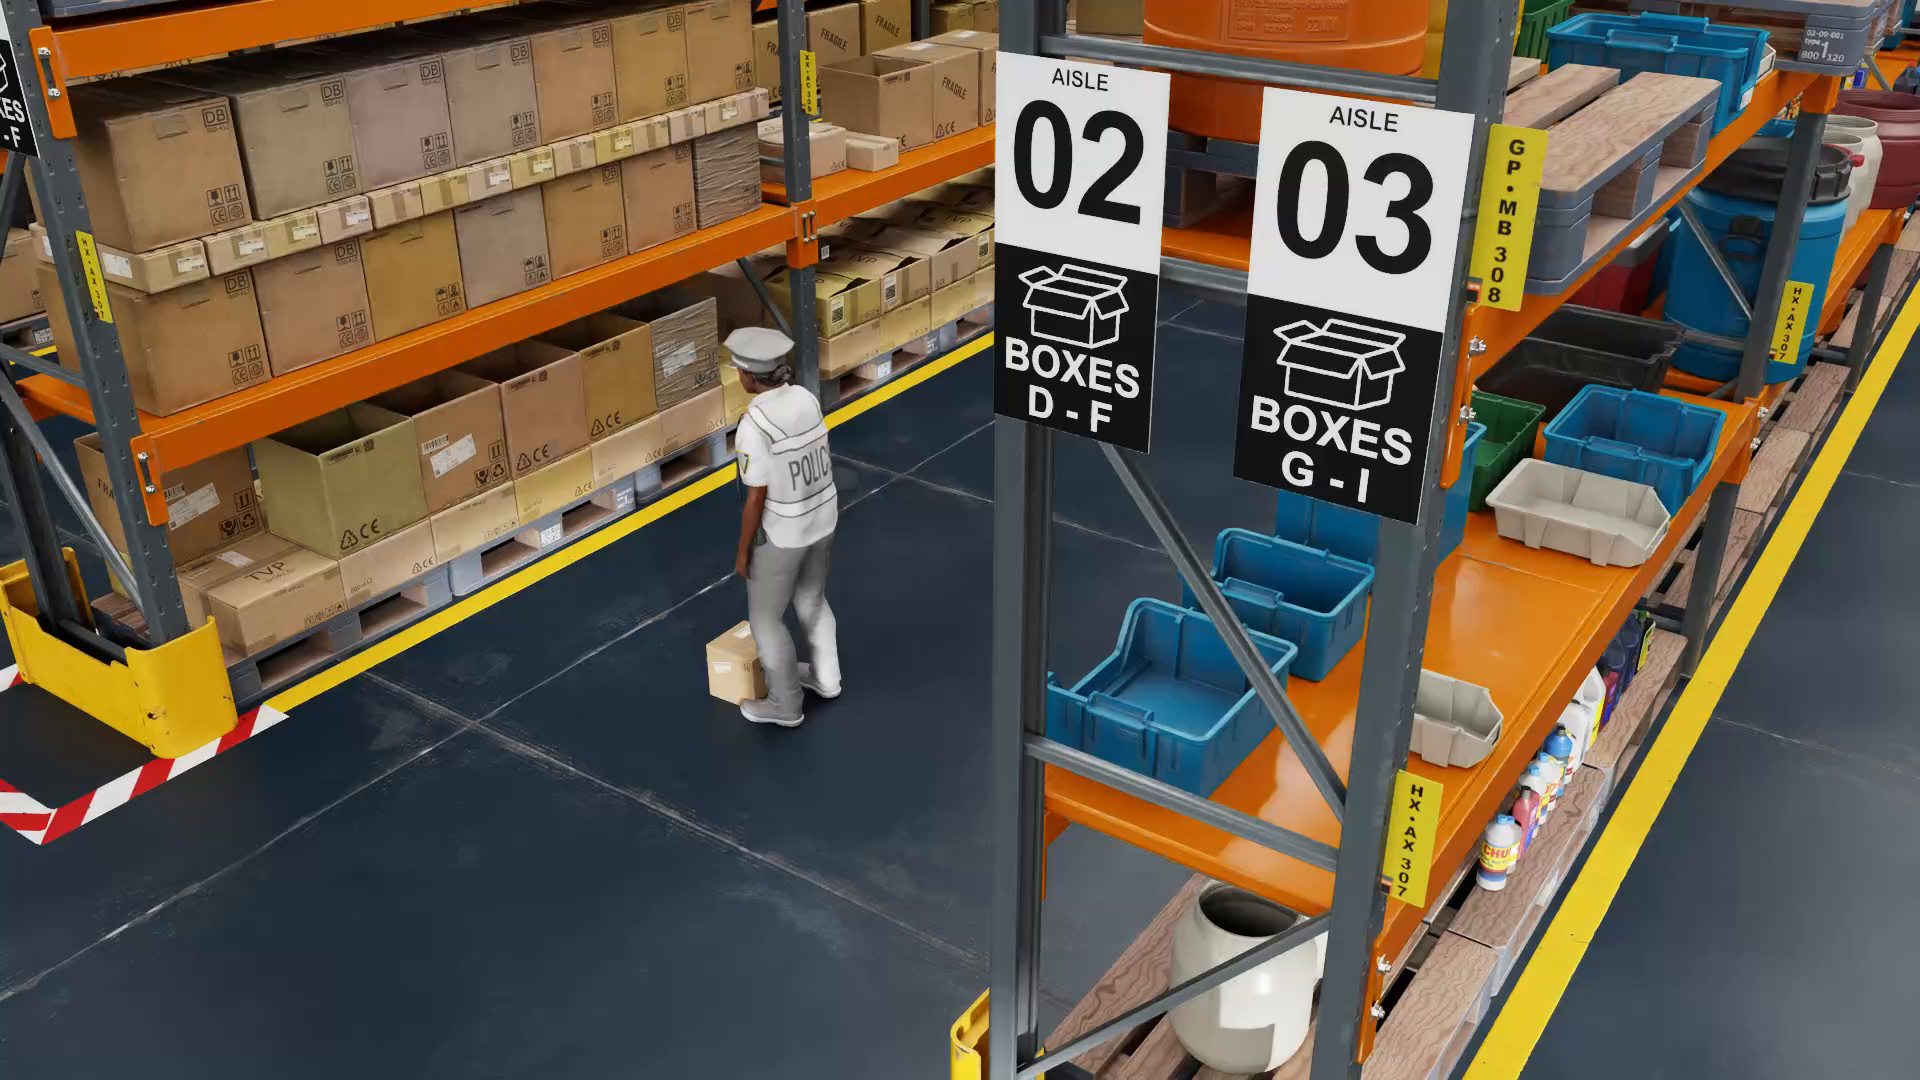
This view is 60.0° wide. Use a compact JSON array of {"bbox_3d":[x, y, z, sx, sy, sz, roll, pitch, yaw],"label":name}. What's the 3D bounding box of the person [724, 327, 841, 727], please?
[{"bbox_3d":[-0.701,-0.035,6.686,0.392,1.660,0.506,18,32,31],"label":"person"}]
